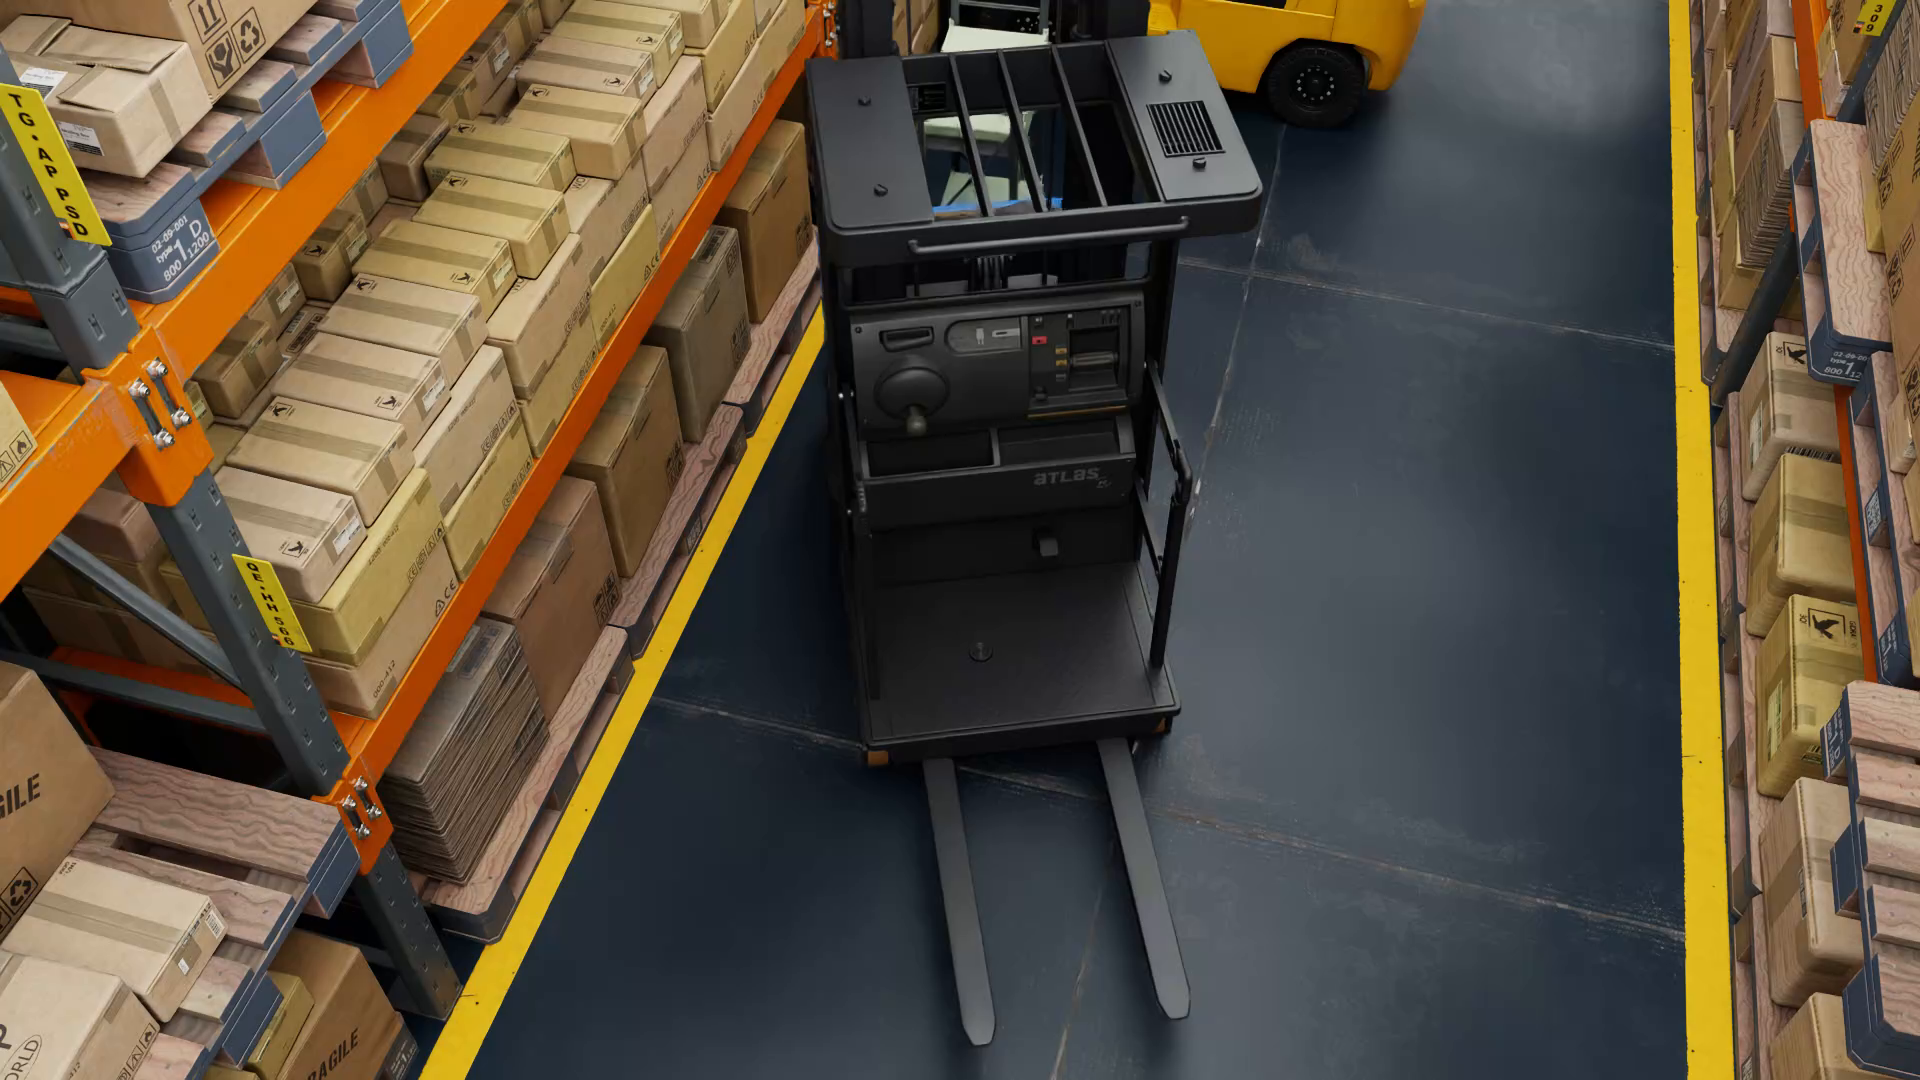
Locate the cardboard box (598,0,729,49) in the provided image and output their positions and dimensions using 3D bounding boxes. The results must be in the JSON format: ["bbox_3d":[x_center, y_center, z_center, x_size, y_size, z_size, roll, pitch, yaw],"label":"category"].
[{"bbox_3d":[-1.035,-1.872,5.821,0.380,0.149,0.250,10,49,9],"label":"cardboard box"}]

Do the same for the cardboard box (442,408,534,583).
[{"bbox_3d":[-1.616,-0.181,4.928,0.500,0.250,0.500,11,49,9],"label":"cardboard box"}]

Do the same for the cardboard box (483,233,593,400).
[{"bbox_3d":[-1.465,-0.720,5.070,0.500,0.250,0.500,10,49,9],"label":"cardboard box"}]

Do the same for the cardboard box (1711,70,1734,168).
[{"bbox_3d":[3.902,-1.975,7.965,0.500,0.250,0.500,12,50,11],"label":"cardboard box"}]

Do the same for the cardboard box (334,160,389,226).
[{"bbox_3d":[-2.001,-1.066,5.110,0.380,0.149,0.250,11,49,9],"label":"cardboard box"}]

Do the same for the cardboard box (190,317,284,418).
[{"bbox_3d":[-2.127,-0.504,4.614,0.380,0.149,0.250,12,50,10],"label":"cardboard box"}]

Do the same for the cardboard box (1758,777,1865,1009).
[{"bbox_3d":[3.029,1.171,5.108,0.950,0.372,0.625,11,49,9],"label":"cardboard box"}]

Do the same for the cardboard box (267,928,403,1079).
[{"bbox_3d":[-2.009,1.442,4.783,0.500,0.500,0.500,13,50,11],"label":"cardboard box"}]

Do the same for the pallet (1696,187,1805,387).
[{"bbox_3d":[3.880,-1.081,7.482,1.003,0.211,1.213,12,50,10],"label":"pallet"}]

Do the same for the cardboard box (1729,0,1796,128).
[{"bbox_3d":[3.899,-2.207,7.670,0.500,0.500,0.500,14,50,12],"label":"cardboard box"}]

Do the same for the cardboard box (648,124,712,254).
[{"bbox_3d":[-1.220,-1.304,5.919,0.500,0.250,0.500,12,50,10],"label":"cardboard box"}]

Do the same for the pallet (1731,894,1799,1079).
[{"bbox_3d":[2.891,1.740,4.993,1.003,0.211,1.213,12,50,10],"label":"pallet"}]

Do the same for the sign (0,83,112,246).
[{"bbox_3d":[-1.582,-0.650,2.896,0.100,0.325,0.005,12,50,10],"label":"sign"}]

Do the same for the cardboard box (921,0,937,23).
[{"bbox_3d":[-0.353,-2.898,8.446,0.500,0.250,0.500,11,50,10],"label":"cardboard box"}]

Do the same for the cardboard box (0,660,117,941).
[{"bbox_3d":[-2.392,0.575,3.814,0.500,0.500,0.500,14,50,12],"label":"cardboard box"}]

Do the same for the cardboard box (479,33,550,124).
[{"bbox_3d":[-1.721,-1.557,5.809,0.500,0.250,0.500,10,49,9],"label":"cardboard box"}]

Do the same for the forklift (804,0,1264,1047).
[{"bbox_3d":[0.157,-0.452,5.113,1.130,2.935,3.031,-6,49,-5],"label":"forklift"}]

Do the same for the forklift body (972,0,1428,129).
[{"bbox_3d":[1.261,-3.369,8.208,2.313,2.155,1.214,12,50,10],"label":"forklift body"}]

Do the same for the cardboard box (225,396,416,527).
[{"bbox_3d":[-1.668,-0.208,4.353,0.380,0.149,0.250,13,50,11],"label":"cardboard box"}]

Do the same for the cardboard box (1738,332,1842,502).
[{"bbox_3d":[3.601,-0.401,6.494,0.950,0.372,0.625,12,50,11],"label":"cardboard box"}]

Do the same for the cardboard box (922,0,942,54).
[{"bbox_3d":[-0.367,-2.747,8.646,0.500,0.250,0.500,12,50,11],"label":"cardboard box"}]

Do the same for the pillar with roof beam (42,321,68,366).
[{"bbox_3d":[1.521,-1.851,2.301,9.100,9.000,0.400,12,50,10],"label":"pillar with roof beam"}]

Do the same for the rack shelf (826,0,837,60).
[{"bbox_3d":[-0.526,-3.697,8.411,1.077,0.370,4.000,12,50,10],"label":"rack shelf"}]

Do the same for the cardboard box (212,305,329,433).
[{"bbox_3d":[-2.122,-0.460,4.841,0.500,0.250,0.500,12,50,10],"label":"cardboard box"}]

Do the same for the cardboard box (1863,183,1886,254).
[{"bbox_3d":[3.213,-1.051,5.483,0.380,0.149,0.250,12,50,11],"label":"cardboard box"}]

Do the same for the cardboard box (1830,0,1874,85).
[{"bbox_3d":[3.614,-2.013,6.180,0.500,0.500,0.500,10,49,9],"label":"cardboard box"}]

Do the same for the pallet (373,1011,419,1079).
[{"bbox_3d":[-2.338,1.861,4.886,1.003,0.211,1.213,12,50,10],"label":"pallet"}]

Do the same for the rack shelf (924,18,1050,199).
[{"bbox_3d":[0.092,-1.715,6.662,0.431,0.370,0.720,8,49,7],"label":"rack shelf"}]

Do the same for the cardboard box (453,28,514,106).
[{"bbox_3d":[-1.739,-1.612,5.592,0.380,0.149,0.250,11,50,10],"label":"cardboard box"}]

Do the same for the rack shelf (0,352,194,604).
[{"bbox_3d":[-2.632,1.097,2.179,1.077,0.370,4.000,12,50,10],"label":"rack shelf"}]

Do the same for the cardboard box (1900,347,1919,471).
[{"bbox_3d":[2.938,-0.408,4.483,0.500,0.500,0.500,10,49,8],"label":"cardboard box"}]

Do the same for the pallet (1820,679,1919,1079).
[{"bbox_3d":[2.769,0.909,3.994,1.213,0.211,1.003,12,50,10],"label":"pallet"}]

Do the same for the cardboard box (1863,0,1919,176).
[{"bbox_3d":[3.337,-1.499,5.446,0.500,0.500,0.500,13,50,11],"label":"cardboard box"}]

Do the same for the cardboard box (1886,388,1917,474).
[{"bbox_3d":[2.917,-0.292,4.814,0.380,0.149,0.250,13,50,11],"label":"cardboard box"}]

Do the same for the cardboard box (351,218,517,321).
[{"bbox_3d":[-1.532,-0.778,4.856,0.380,0.149,0.250,12,50,10],"label":"cardboard box"}]

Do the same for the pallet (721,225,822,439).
[{"bbox_3d":[-1.209,-1.025,7.432,1.003,0.211,1.213,12,50,10],"label":"pallet"}]

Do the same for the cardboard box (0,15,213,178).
[{"bbox_3d":[-1.721,-0.874,3.248,0.380,0.166,0.250,11,50,10],"label":"cardboard box"}]

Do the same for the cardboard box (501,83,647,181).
[{"bbox_3d":[-1.231,-1.308,5.323,0.380,0.149,0.250,10,49,9],"label":"cardboard box"}]

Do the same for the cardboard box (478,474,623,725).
[{"bbox_3d":[-1.764,0.129,5.858,0.875,0.625,0.625,13,50,11],"label":"cardboard box"}]

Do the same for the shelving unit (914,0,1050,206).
[{"bbox_3d":[0.092,-1.457,6.955,0.431,1.500,0.755,8,49,7],"label":"shelving unit"}]

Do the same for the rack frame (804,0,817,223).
[{"bbox_3d":[-1.053,-2.488,6.864,1.000,3.000,0.127,12,50,10],"label":"rack frame"}]

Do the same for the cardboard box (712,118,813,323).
[{"bbox_3d":[-1.179,-1.462,7.262,0.875,0.625,0.625,14,50,12],"label":"cardboard box"}]

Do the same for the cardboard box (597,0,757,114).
[{"bbox_3d":[-1.064,-1.825,6.045,0.500,0.250,0.500,10,49,9],"label":"cardboard box"}]

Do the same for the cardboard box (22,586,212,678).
[{"bbox_3d":[-2.234,0.079,4.698,0.500,0.250,0.500,11,49,9],"label":"cardboard box"}]

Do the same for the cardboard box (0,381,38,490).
[{"bbox_3d":[-2.006,-0.119,2.872,0.500,0.250,0.500,10,49,9],"label":"cardboard box"}]
